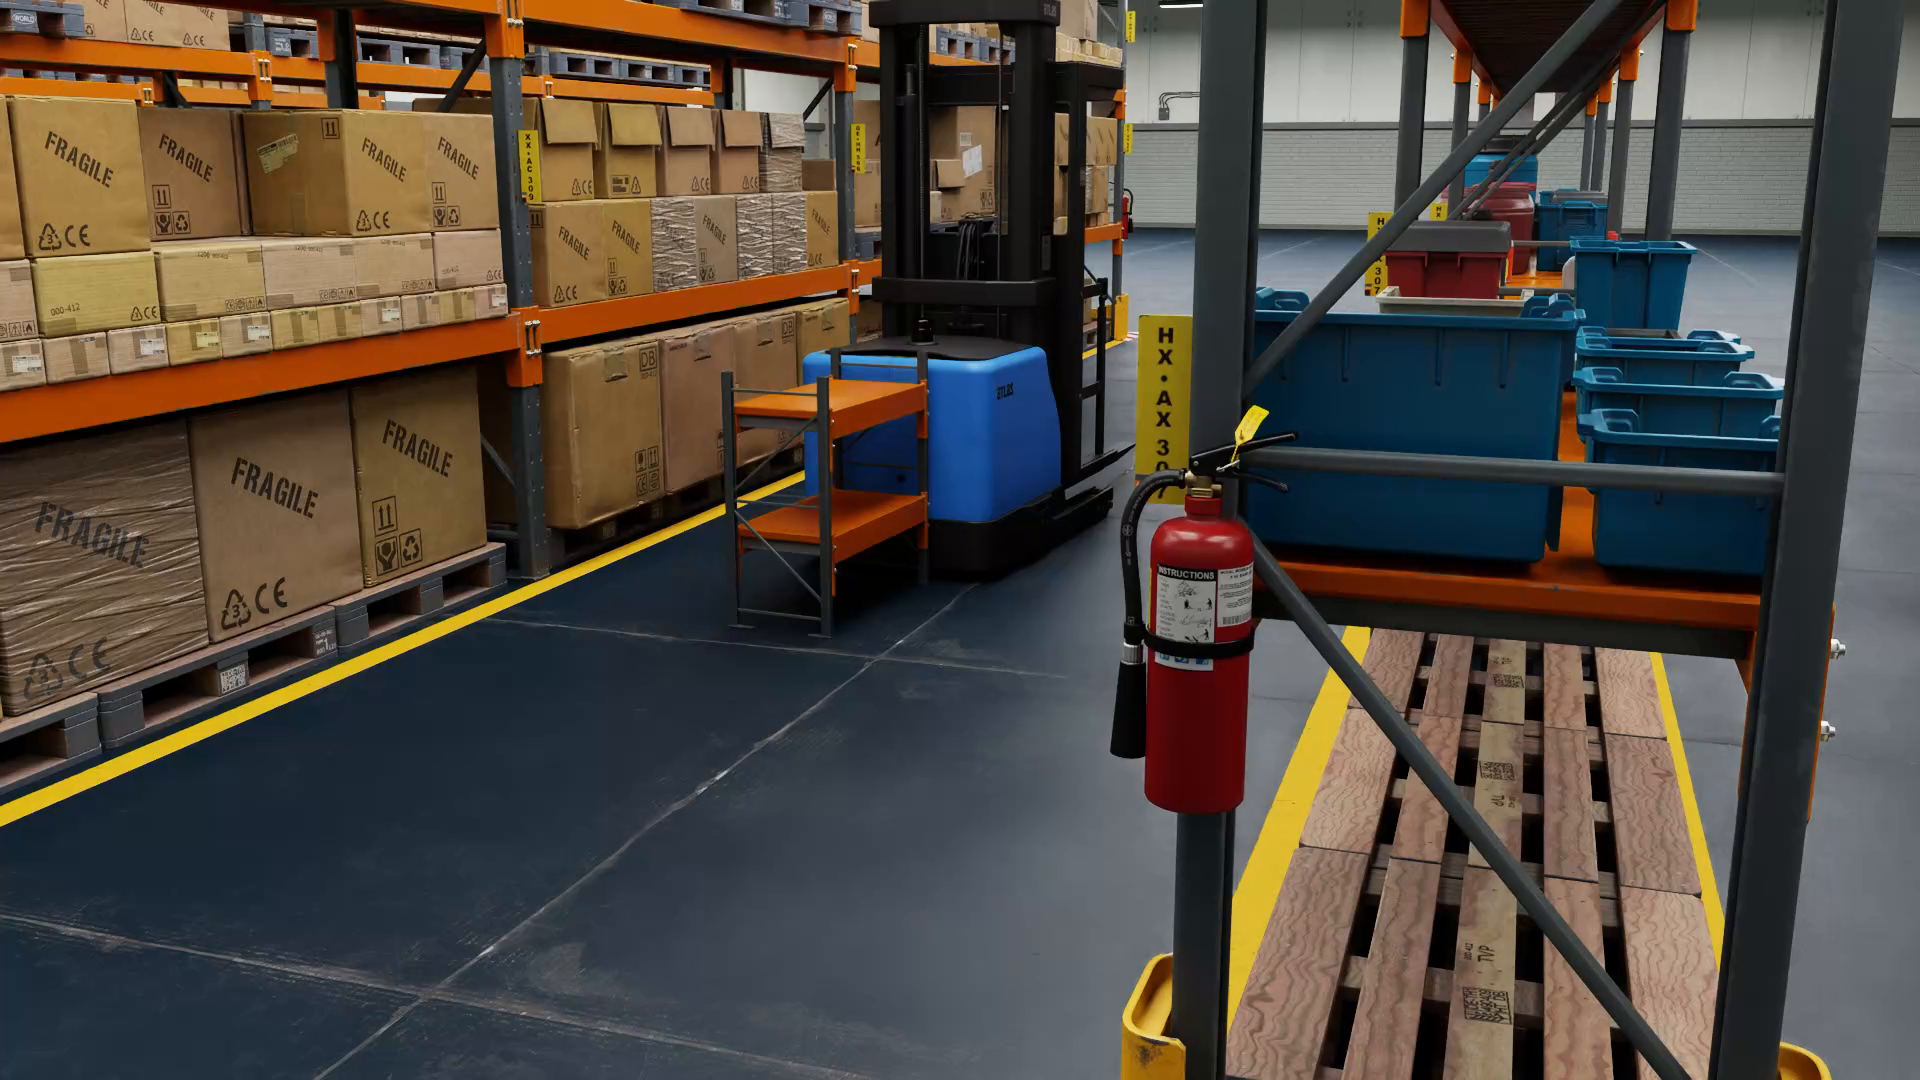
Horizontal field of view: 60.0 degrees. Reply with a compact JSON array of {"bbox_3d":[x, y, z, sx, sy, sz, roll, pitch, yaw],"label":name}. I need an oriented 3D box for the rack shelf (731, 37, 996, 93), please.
[{"bbox_3d":[-0.573,-3.680,13.246,1.077,0.370,4.000,4,14,18],"label":"rack shelf"}]

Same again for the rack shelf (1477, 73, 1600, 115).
[{"bbox_3d":[5.408,-4.166,15.374,1.077,0.370,4.000,4,14,18],"label":"rack shelf"}]

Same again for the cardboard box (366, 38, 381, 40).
[{"bbox_3d":[-5.392,-4.640,14.967,0.396,0.266,0.258,4,14,18],"label":"cardboard box"}]

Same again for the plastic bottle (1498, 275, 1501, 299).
[{"bbox_3d":[2.356,-1.170,7.485,0.144,0.351,0.185,4,14,18],"label":"plastic bottle"}]

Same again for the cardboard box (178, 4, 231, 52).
[{"bbox_3d":[-5.825,-3.898,12.361,0.500,0.500,0.500,4,14,18],"label":"cardboard box"}]

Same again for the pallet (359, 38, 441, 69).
[{"bbox_3d":[-5.363,-4.271,14.643,1.003,0.211,1.213,5,14,21],"label":"pallet"}]

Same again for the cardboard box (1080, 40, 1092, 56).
[{"bbox_3d":[1.146,-5.061,17.121,0.380,0.149,0.250,4,13,16],"label":"cardboard box"}]

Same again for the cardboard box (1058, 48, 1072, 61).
[{"bbox_3d":[0.799,-4.671,16.307,0.500,0.250,0.500,4,13,16],"label":"cardboard box"}]

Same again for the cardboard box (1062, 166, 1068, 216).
[{"bbox_3d":[0.741,-3.591,17.088,0.875,0.500,0.500,4,14,18],"label":"cardboard box"}]

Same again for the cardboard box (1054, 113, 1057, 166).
[{"bbox_3d":[0.621,-3.853,15.986,0.500,0.500,0.500,4,14,18],"label":"cardboard box"}]

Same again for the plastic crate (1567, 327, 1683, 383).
[{"bbox_3d":[2.064,-0.589,5.310,0.437,0.125,0.590,4,14,18],"label":"plastic crate"}]

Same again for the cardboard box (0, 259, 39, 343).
[{"bbox_3d":[-3.236,-0.726,5.098,0.500,0.250,0.500,4,14,18],"label":"cardboard box"}]

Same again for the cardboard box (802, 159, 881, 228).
[{"bbox_3d":[-0.997,-2.642,12.655,0.700,0.500,0.500,7,14,27],"label":"cardboard box"}]

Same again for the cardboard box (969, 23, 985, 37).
[{"bbox_3d":[-0.171,-4.615,14.551,0.797,0.503,0.637,4,13,16],"label":"cardboard box"}]

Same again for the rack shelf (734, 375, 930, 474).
[{"bbox_3d":[-0.583,-0.538,7.502,0.538,0.278,1.000,5,14,22],"label":"rack shelf"}]

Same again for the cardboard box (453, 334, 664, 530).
[{"bbox_3d":[-2.326,-0.610,8.752,1.225,0.875,0.875,4,14,19],"label":"cardboard box"}]

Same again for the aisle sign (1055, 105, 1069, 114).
[{"bbox_3d":[1.105,-5.134,18.898,0.394,0.787,0.004,4,14,18],"label":"aisle sign"}]

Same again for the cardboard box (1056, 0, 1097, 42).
[{"bbox_3d":[1.106,-5.387,17.092,0.500,0.500,0.500,4,14,18],"label":"cardboard box"}]

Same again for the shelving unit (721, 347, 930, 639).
[{"bbox_3d":[-0.583,-0.253,7.567,0.538,1.125,1.048,5,14,22],"label":"shelving unit"}]

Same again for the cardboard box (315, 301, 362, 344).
[{"bbox_3d":[-2.635,-0.878,6.659,0.380,0.149,0.250,5,14,19],"label":"cardboard box"}]

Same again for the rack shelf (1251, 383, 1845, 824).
[{"bbox_3d":[1.525,-0.177,4.638,1.077,0.370,4.000,4,14,18],"label":"rack shelf"}]

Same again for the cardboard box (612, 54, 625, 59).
[{"bbox_3d":[-3.819,-5.228,17.807,0.380,0.149,0.250,4,13,17],"label":"cardboard box"}]

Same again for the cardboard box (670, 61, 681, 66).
[{"bbox_3d":[-3.408,-5.495,18.976,0.380,0.149,0.250,4,13,18],"label":"cardboard box"}]

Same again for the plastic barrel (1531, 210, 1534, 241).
[{"bbox_3d":[3.734,-2.166,11.485,0.421,0.512,0.421,0,13,0],"label":"plastic barrel"}]

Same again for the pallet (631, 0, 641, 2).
[{"bbox_3d":[-2.264,-2.871,8.514,0.805,0.209,1.217,4,13,16],"label":"pallet"}]

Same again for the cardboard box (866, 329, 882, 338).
[{"bbox_3d":[-0.855,-1.403,13.024,0.700,0.500,0.500,3,13,14],"label":"cardboard box"}]

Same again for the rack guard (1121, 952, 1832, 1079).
[{"bbox_3d":[0.883,1.118,2.965,1.175,0.500,0.348,4,14,18],"label":"rack guard"}]

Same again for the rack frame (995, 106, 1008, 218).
[{"bbox_3d":[0.074,-2.990,15.345,1.000,3.000,0.127,4,14,18],"label":"rack frame"}]

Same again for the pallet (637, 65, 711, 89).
[{"bbox_3d":[-3.522,-5.472,19.681,1.003,0.211,1.213,4,14,18],"label":"pallet"}]

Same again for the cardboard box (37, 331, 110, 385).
[{"bbox_3d":[-3.051,-0.608,5.475,0.380,0.149,0.250,4,13,17],"label":"cardboard box"}]

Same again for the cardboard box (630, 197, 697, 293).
[{"bbox_3d":[-1.805,-1.644,9.225,0.500,0.500,0.500,4,13,17],"label":"cardboard box"}]

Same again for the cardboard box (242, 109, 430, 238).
[{"bbox_3d":[-2.576,-1.521,6.896,0.500,0.500,0.500,4,14,19],"label":"cardboard box"}]

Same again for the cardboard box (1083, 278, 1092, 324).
[{"bbox_3d":[1.151,-2.688,18.696,0.500,0.500,0.500,7,15,29],"label":"cardboard box"}]

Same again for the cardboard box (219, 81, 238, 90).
[{"bbox_3d":[-8.641,-5.308,19.324,0.380,0.149,0.250,4,13,17],"label":"cardboard box"}]

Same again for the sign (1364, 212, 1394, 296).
[{"bbox_3d":[1.653,-1.124,6.547,0.100,0.325,0.005,4,14,18],"label":"sign"}]

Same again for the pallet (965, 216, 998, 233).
[{"bbox_3d":[-0.311,-2.746,14.707,1.003,0.211,1.213,4,14,18],"label":"pallet"}]

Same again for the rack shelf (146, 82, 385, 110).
[{"bbox_3d":[-8.656,-5.236,20.062,1.077,0.370,4.000,4,14,18],"label":"rack shelf"}]

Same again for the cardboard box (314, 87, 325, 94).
[{"bbox_3d":[-8.172,-5.633,20.751,0.380,0.149,0.250,4,14,19],"label":"cardboard box"}]

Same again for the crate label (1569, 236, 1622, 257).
[{"bbox_3d":[3.958,-1.771,10.382,0.303,0.233,0.416,4,14,18],"label":"crate label"}]

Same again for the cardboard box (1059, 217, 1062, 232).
[{"bbox_3d":[0.810,-3.156,16.637,0.380,0.149,0.250,4,14,18],"label":"cardboard box"}]

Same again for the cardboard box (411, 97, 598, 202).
[{"bbox_3d":[-2.315,-1.978,8.434,0.797,0.503,0.637,4,13,17],"label":"cardboard box"}]

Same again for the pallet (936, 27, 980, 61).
[{"bbox_3d":[-0.559,-4.019,13.539,1.213,0.211,1.003,4,14,18],"label":"pallet"}]

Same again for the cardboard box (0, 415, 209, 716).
[{"bbox_3d":[-3.383,0.036,5.920,0.875,0.875,0.875,4,14,18],"label":"cardboard box"}]

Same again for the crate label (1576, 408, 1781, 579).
[{"bbox_3d":[1.270,-0.082,2.849,0.416,0.233,0.303,4,14,18],"label":"crate label"}]

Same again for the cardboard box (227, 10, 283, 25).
[{"bbox_3d":[-5.621,-4.178,13.207,0.380,0.149,0.250,4,13,16],"label":"cardboard box"}]

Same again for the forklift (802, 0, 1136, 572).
[{"bbox_3d":[0.240,-1.557,9.223,1.130,2.935,3.031,5,14,22],"label":"forklift"}]

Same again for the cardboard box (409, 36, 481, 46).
[{"bbox_3d":[-4.778,-4.735,15.420,0.500,0.250,0.500,4,14,18],"label":"cardboard box"}]

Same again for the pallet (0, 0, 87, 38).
[{"bbox_3d":[-6.541,-3.395,10.804,1.213,0.211,1.003,4,14,18],"label":"pallet"}]

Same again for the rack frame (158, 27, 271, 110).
[{"bbox_3d":[-5.880,-2.526,13.313,1.000,3.000,0.127,4,14,18],"label":"rack frame"}]

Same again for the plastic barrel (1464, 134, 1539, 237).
[{"bbox_3d":[4.349,-2.818,13.466,0.600,0.901,0.708,4,14,18],"label":"plastic barrel"}]

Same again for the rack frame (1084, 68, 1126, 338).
[{"bbox_3d":[1.369,-3.832,19.035,1.000,3.000,0.127,4,14,18],"label":"rack frame"}]

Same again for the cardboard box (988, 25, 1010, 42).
[{"bbox_3d":[0.471,-4.619,15.186,0.380,0.149,0.250,4,13,17],"label":"cardboard box"}]

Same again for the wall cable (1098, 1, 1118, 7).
[{"bbox_3d":[3.615,-17.335,50.121,3.097,2.526,0.112,4,14,18],"label":"wall cable"}]

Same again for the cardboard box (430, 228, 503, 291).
[{"bbox_3d":[-2.409,-1.265,7.459,0.500,0.250,0.500,4,13,17],"label":"cardboard box"}]

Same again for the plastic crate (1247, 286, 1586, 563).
[{"bbox_3d":[0.810,-0.237,3.070,0.616,0.435,0.499,4,14,18],"label":"plastic crate"}]
